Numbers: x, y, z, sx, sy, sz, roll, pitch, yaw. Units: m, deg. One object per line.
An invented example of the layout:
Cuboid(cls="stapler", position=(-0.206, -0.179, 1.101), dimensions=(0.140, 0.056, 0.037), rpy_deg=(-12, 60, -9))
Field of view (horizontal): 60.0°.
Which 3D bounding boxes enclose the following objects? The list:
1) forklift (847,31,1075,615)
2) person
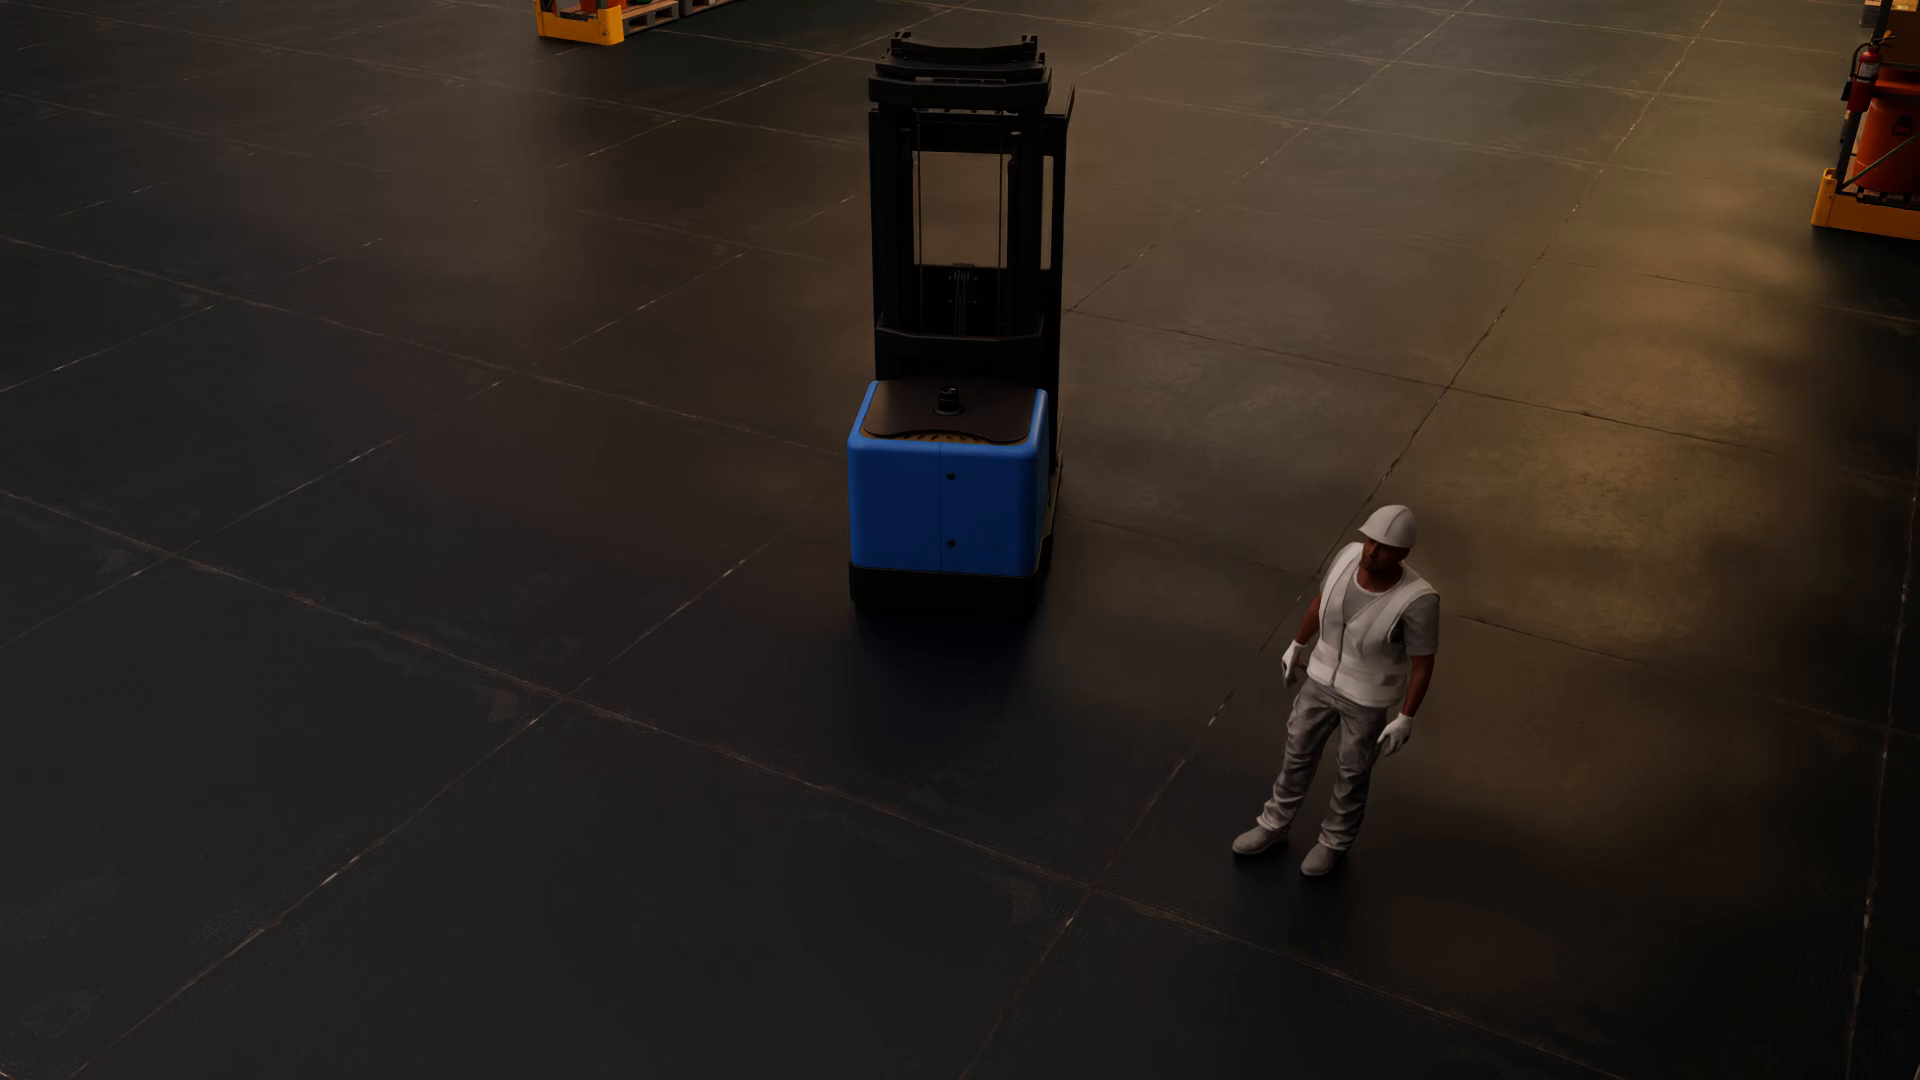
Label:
Cuboid(cls="forklift", position=(0.072, -1.572, 9.794), dimensions=(1.130, 2.935, 3.031), rpy_deg=(3, 30, 6))
Cuboid(cls="person", position=(1.613, 0.660, 7.066), dimensions=(0.577, 1.786, 0.669), rpy_deg=(-23, 37, -34))
